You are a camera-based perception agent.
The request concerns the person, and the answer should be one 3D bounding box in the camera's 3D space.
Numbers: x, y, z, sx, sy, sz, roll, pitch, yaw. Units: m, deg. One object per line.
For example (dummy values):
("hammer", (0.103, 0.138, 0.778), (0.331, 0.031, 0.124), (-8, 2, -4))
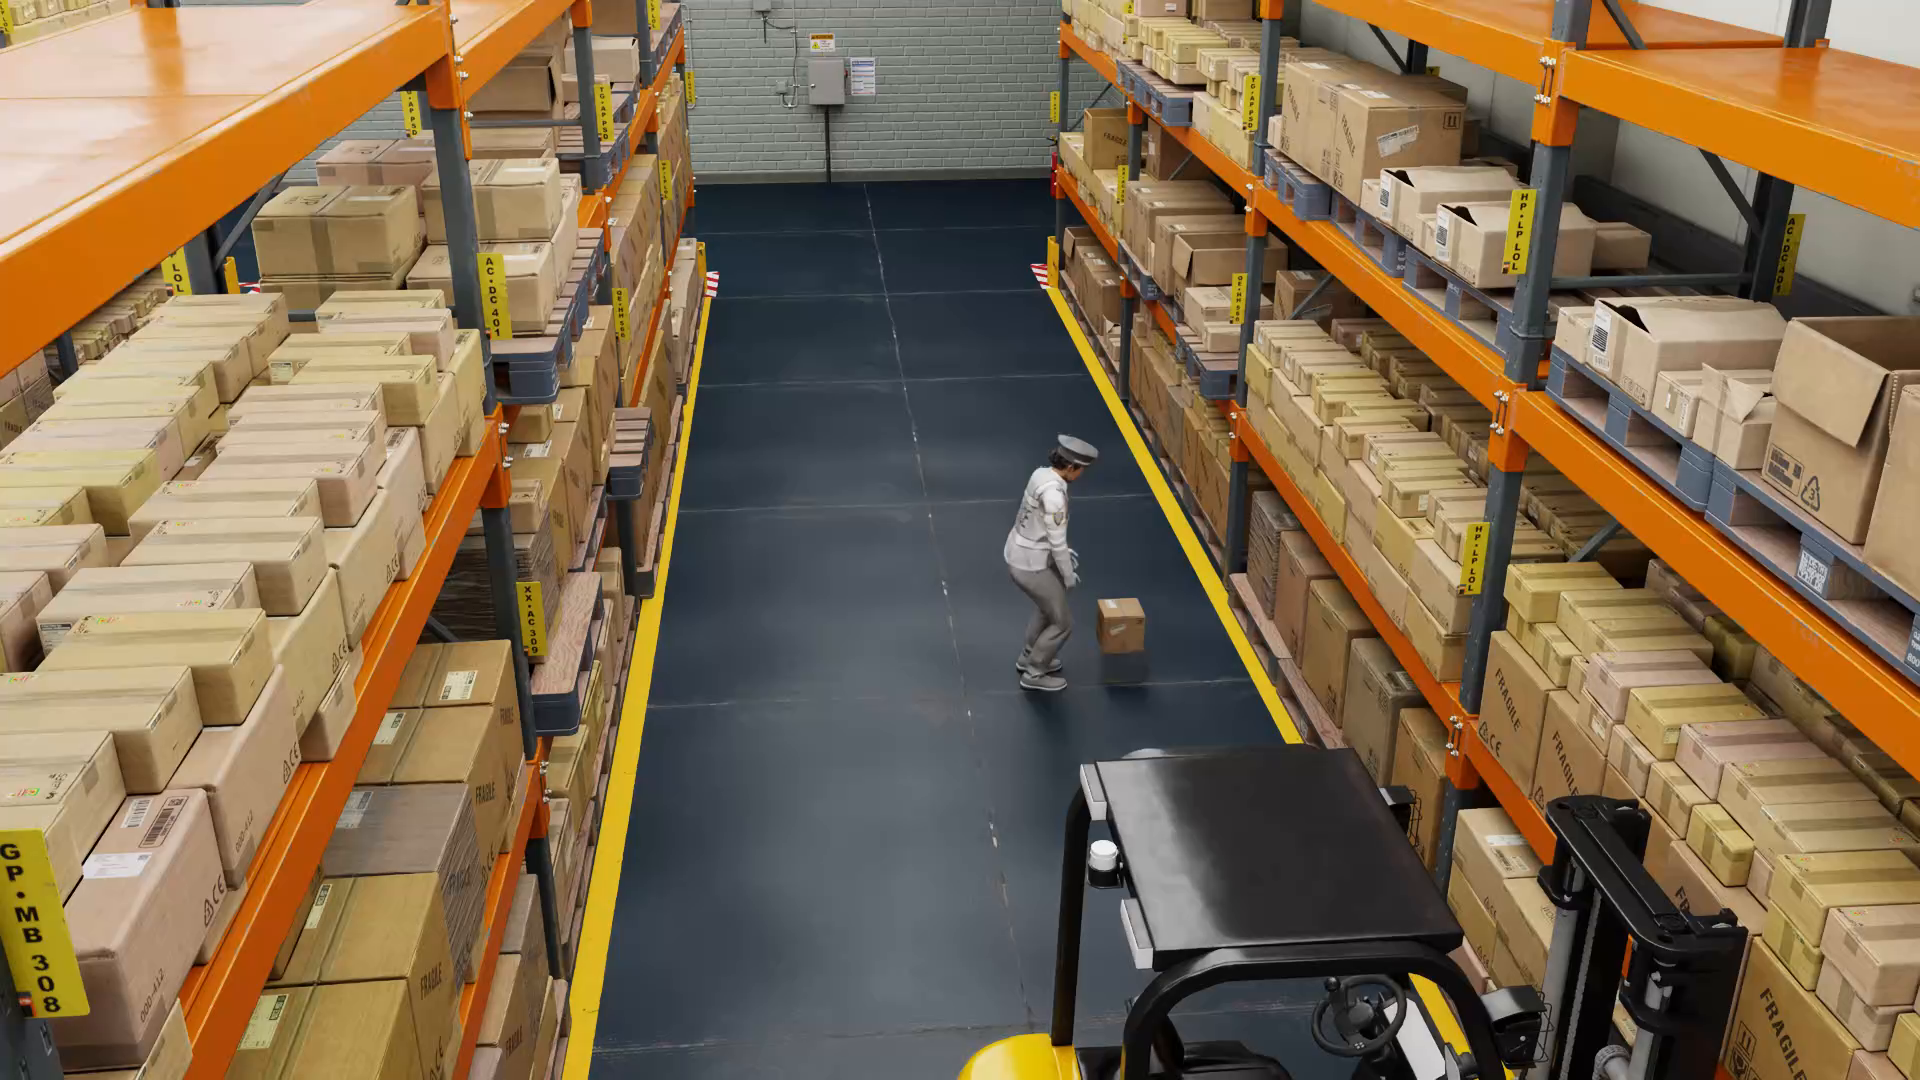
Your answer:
("person", (0.534, 0.126, 9.960), (0.548, 1.559, 0.520), (-2, 24, -4))
